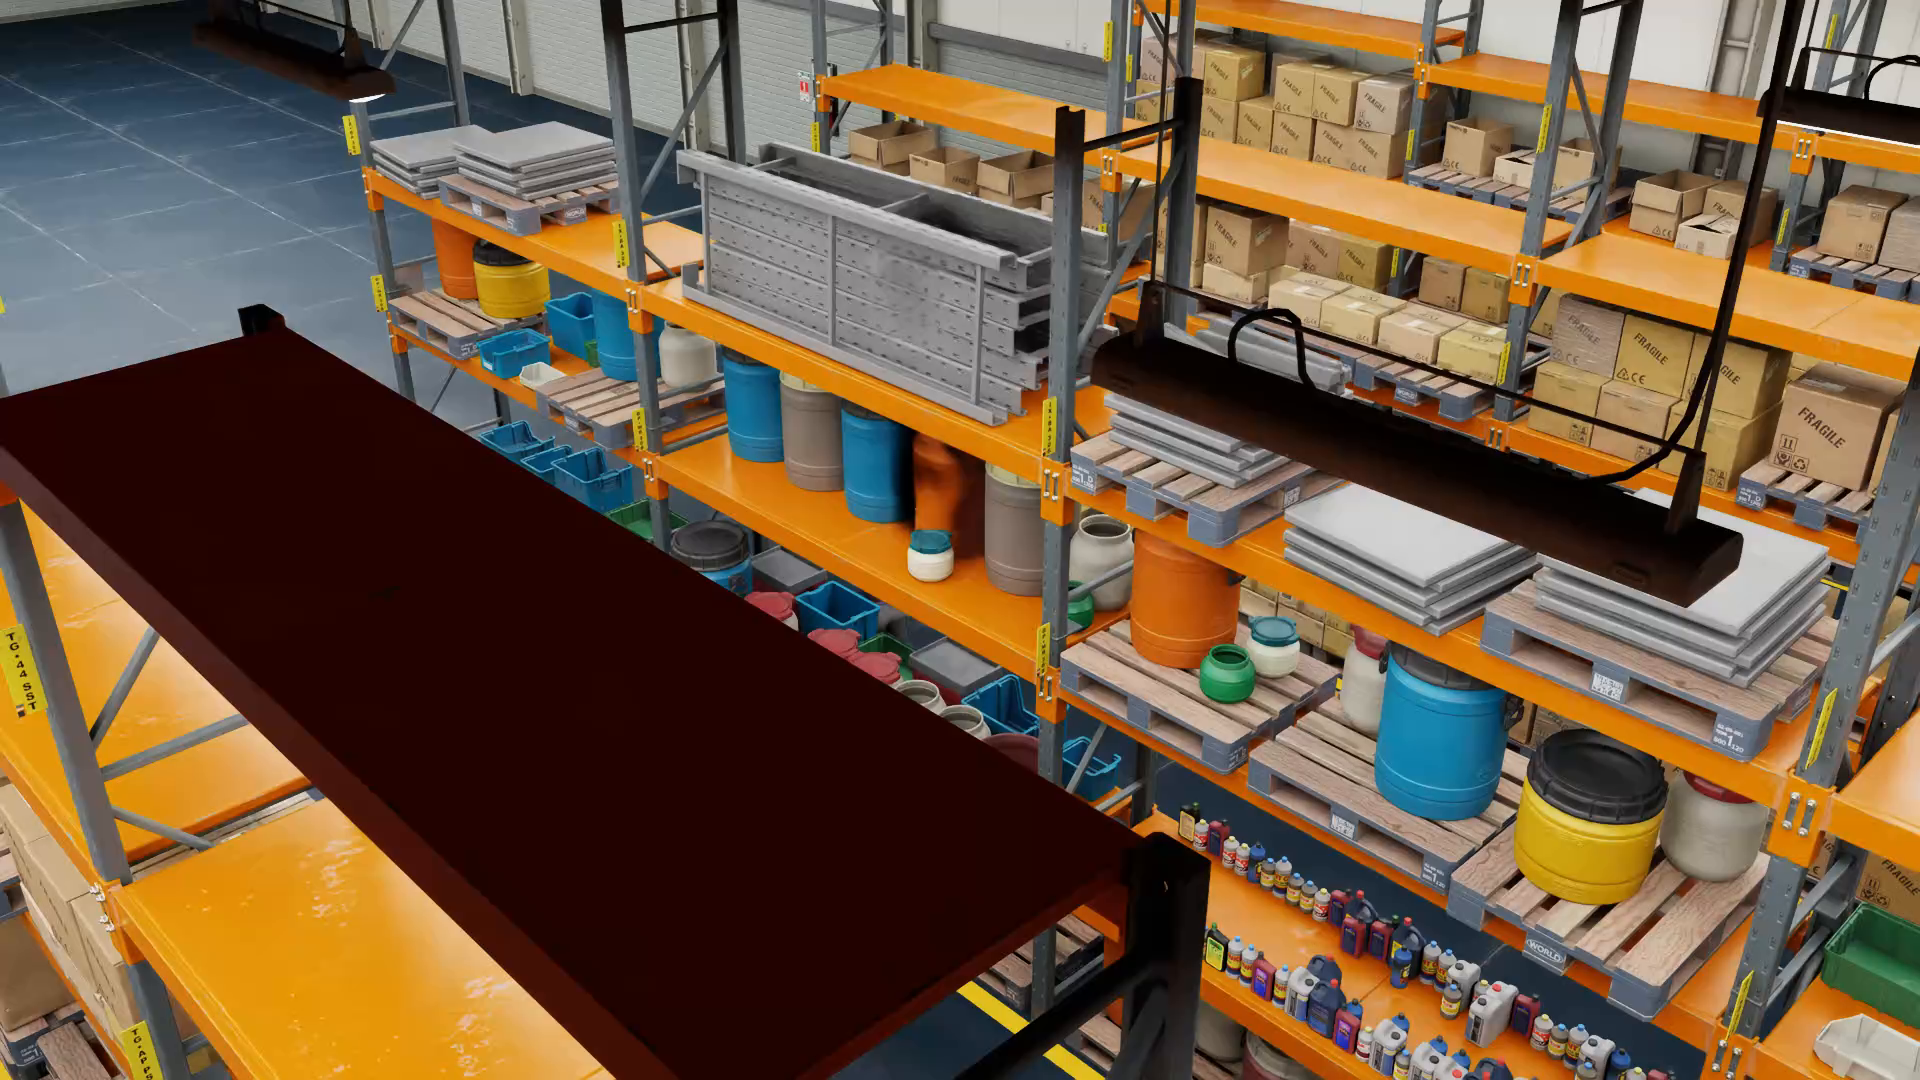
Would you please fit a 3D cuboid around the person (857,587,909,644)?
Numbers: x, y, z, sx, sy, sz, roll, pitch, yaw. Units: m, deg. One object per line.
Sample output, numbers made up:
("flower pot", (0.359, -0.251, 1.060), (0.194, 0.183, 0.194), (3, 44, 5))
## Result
("person", (-0.654, 0.671, 13.891), (0.582, 1.627, 0.967), (-23, 36, -36))
